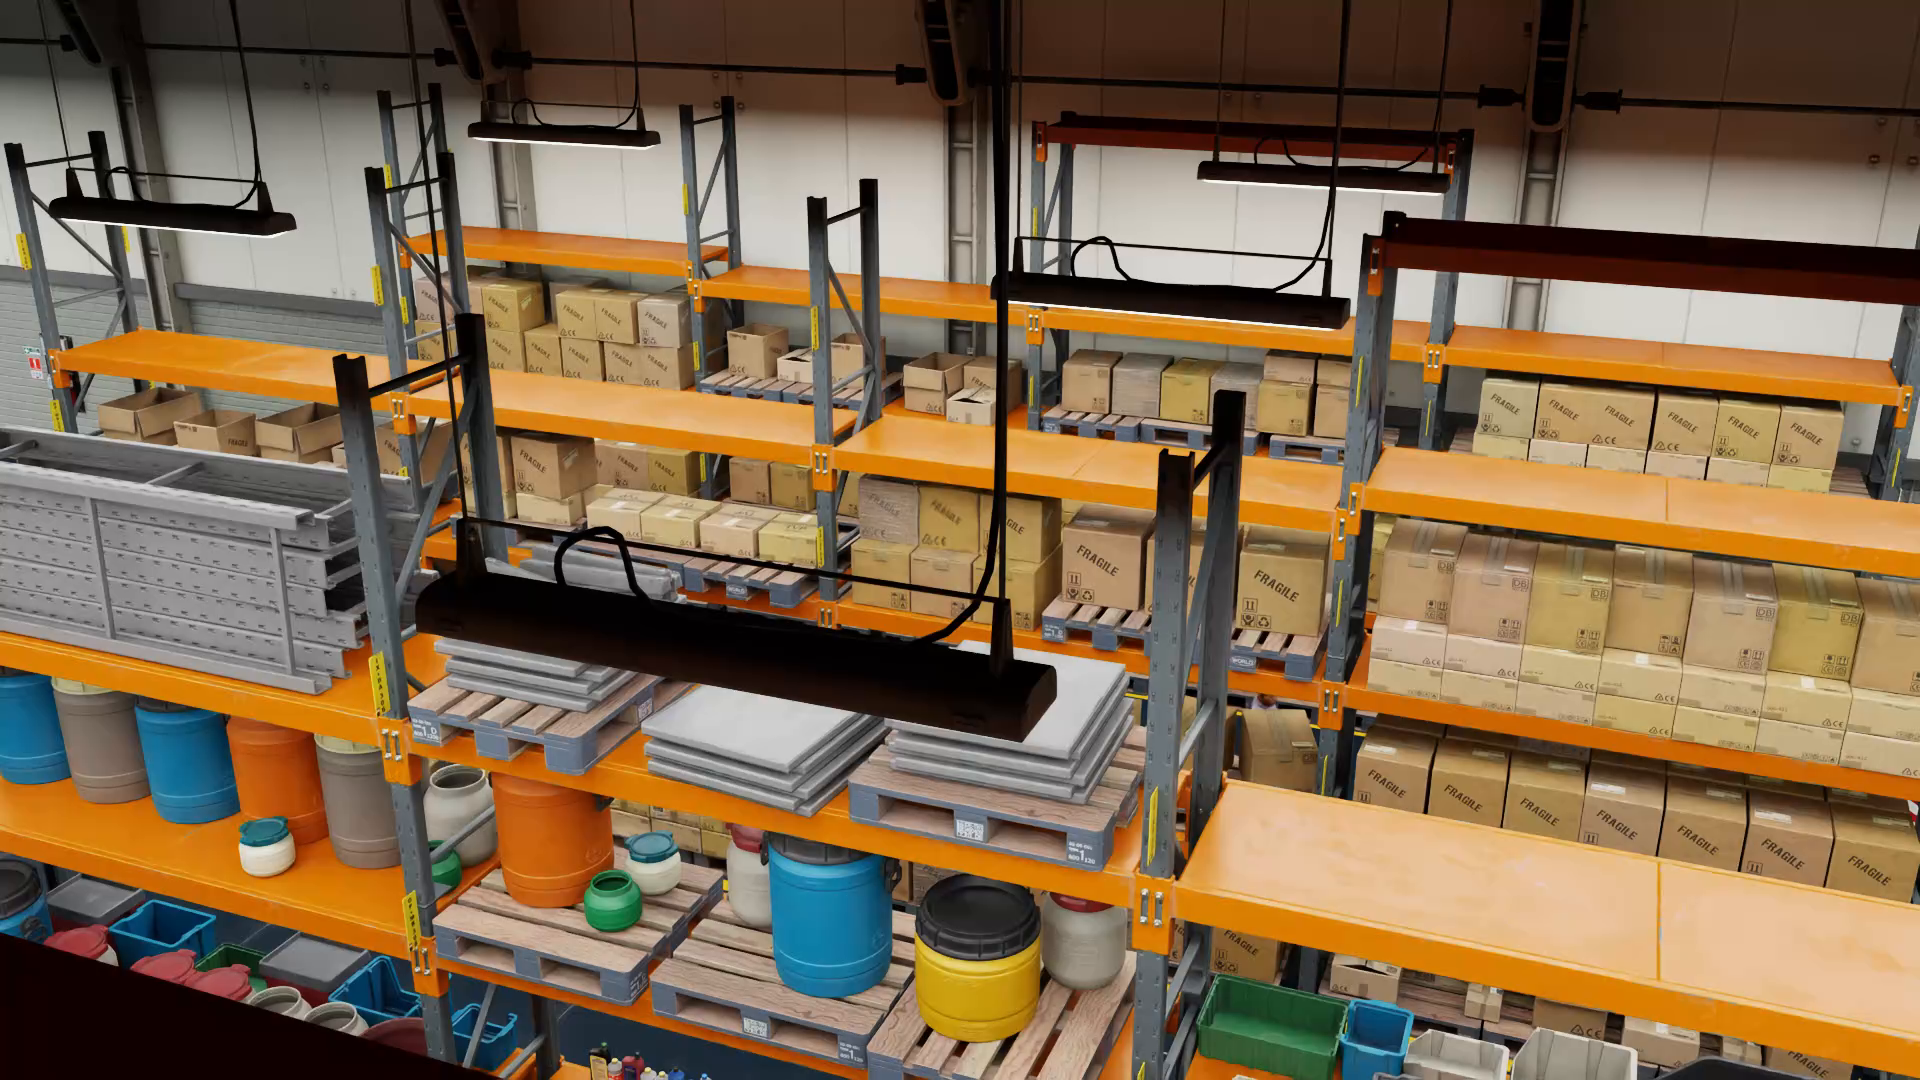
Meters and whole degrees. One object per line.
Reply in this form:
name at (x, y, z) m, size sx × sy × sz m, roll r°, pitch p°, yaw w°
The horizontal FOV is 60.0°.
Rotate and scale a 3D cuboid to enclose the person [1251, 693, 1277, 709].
person at (2.718, 1.962, 14.924) m, size 0.398 × 1.657 × 0.587 m, roll 10°, pitch 23°, yaw 24°
